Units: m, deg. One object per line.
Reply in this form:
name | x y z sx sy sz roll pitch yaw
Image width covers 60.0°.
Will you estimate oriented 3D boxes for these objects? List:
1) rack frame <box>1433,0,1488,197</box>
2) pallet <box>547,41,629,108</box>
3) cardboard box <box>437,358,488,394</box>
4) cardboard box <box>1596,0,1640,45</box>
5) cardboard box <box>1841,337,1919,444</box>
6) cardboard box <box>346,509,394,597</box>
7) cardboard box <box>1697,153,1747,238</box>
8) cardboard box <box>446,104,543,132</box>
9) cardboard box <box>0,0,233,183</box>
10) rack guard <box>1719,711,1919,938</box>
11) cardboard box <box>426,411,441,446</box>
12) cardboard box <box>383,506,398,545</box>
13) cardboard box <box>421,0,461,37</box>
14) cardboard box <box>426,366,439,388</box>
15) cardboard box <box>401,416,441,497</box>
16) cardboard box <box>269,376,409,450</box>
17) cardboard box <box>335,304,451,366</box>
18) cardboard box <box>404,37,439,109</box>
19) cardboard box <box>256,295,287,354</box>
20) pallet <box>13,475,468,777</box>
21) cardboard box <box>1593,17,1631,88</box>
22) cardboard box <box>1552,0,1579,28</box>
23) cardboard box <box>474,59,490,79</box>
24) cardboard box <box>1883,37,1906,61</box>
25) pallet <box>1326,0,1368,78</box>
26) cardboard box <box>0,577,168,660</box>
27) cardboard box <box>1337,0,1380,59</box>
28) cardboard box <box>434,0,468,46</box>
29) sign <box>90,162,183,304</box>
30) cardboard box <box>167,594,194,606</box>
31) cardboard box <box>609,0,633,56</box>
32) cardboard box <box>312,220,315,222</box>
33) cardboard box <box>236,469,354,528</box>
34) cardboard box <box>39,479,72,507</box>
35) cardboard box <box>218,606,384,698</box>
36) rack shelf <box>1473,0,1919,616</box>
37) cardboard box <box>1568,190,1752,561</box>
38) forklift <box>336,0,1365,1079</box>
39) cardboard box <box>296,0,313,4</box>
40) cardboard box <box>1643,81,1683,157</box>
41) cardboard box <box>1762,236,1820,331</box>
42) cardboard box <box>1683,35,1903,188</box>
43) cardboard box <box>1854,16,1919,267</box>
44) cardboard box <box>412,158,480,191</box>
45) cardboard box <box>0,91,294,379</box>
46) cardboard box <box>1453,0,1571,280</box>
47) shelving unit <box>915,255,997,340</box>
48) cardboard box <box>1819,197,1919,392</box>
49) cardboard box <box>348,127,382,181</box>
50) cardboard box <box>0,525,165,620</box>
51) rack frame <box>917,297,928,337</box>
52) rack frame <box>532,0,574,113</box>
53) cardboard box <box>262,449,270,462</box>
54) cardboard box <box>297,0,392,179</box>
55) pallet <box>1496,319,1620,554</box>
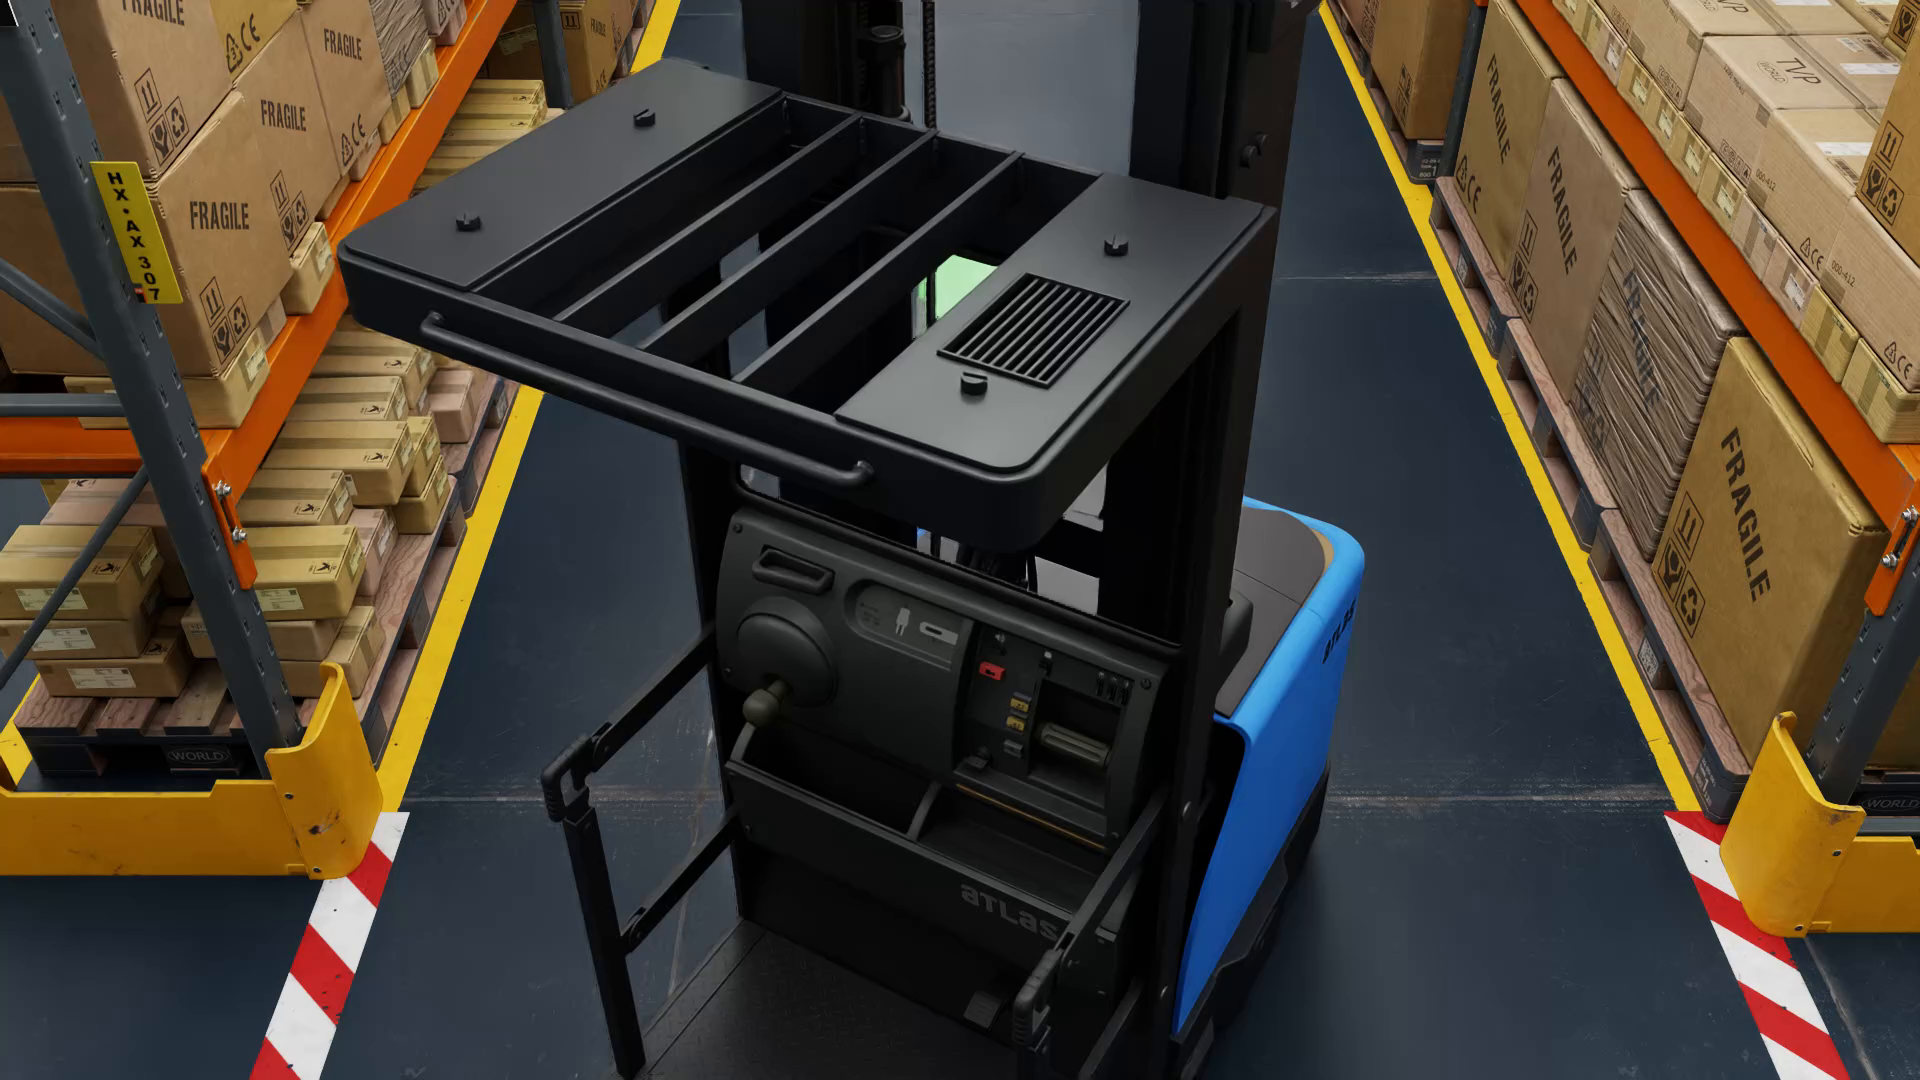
rack frame | 2.704 -2.737 6.766 1.000 3.000 0.127 0 39 0
pallet | -2.258 -2.195 8.320 1.003 0.211 1.213 0 39 0
cardboard box | -1.947 -0.642 6.096 0.380 0.149 0.250 0 39 0
cardboard box | 2.445 -1.865 5.561 0.500 0.250 0.500 1 39 1
cardboard box | 2.379 -0.360 4.001 0.380 0.149 0.250 1 39 1
cardboard box | -1.939 0.039 5.009 0.380 0.149 0.250 0 39 0
cardboard box | 2.377 -0.998 4.798 0.380 0.149 0.250 -1 39 -1
cardboard box | -1.955 -1.698 6.938 0.380 0.149 0.250 0 39 1
cardboard box | -1.986 -1.121 3.633 0.500 0.500 0.500 0 39 0
rack guard | 2.709 0.755 4.408 1.175 0.500 0.348 0 39 0
cardboard box | -2.007 -0.312 5.685 0.380 0.149 0.250 0 39 0
cardboard box | -2.021 0.007 5.287 0.380 0.149 0.250 0 39 0
cardboard box | -1.974 -2.013 5.546 0.500 0.500 0.500 0 39 0
cardboard box | -2.056 -0.610 5.819 0.380 0.149 0.250 2 39 2
cardboard box | -1.919 -0.275 5.401 0.380 0.149 0.250 1 39 1
cardboard box | -1.988 -0.391 5.308 0.380 0.149 0.250 -2 39 -2
cardboard box | -1.933 -0.729 5.730 0.380 0.149 0.250 1 39 1
cardboard box | -1.948 -1.542 5.477 0.380 0.149 0.250 1 39 1
cardboard box | -1.965 -0.559 4.250 0.380 0.149 0.250 1 39 2
pallet | -2.217 0.238 5.285 1.003 0.211 1.213 0 39 0
cardboard box | 2.374 -1.643 5.602 0.380 0.149 0.250 0 39 0
cardboard box | 2.375 -1.960 5.998 0.380 0.149 0.250 -1 39 -1
cardboard box | -2.509 -2.447 8.068 0.500 0.500 0.500 -1 39 -1
cardboard box | 2.974 -1.232 4.771 0.500 0.250 0.500 -1 39 -2
pallet | 2.624 -2.896 9.195 1.003 0.211 1.213 0 39 0
cardboard box | -2.537 0.208 4.798 0.380 0.149 0.250 -1 39 -1
cardboard box | 2.682 -3.030 8.496 1.225 0.875 0.875 -1 39 -2
cardboard box | -1.966 -1.861 5.874 0.380 0.149 0.250 -2 39 -2
sign | -1.709 -0.633 3.449 0.100 0.325 0.005 0 39 0
cardboard box | -2.562 0.164 5.091 0.380 0.149 0.250 1 39 1
cardboard box | -1.994 -2.778 8.481 0.500 0.500 0.500 2 39 2
cardboard box | -2.050 -0.889 4.662 0.380 0.149 0.250 2 39 2
cardboard box | -2.033 -0.079 4.918 0.380 0.149 0.250 1 39 1
cardboard box | -2.575 -0.228 5.104 0.380 0.149 0.250 -1 39 -1
cardboard box | -1.932 0.326 4.889 0.380 0.149 0.250 1 39 1
rack shelf | 2.707 -1.205 5.431 1.077 0.370 4.000 0 39 0
cardboard box | 2.627 -0.539 5.388 0.875 0.875 0.875 0 39 0
forklift | -0.171 0.326 2.999 1.130 2.935 3.031 20 43 23
cardboard box | -1.971 -1.762 4.433 0.500 0.500 0.500 -1 39 -1
cardboard box | 2.378 -1.316 5.194 0.380 0.149 0.250 1 39 1
cardboard box | 2.378 -0.680 4.401 0.380 0.149 0.250 0 39 0
cardboard box | 2.442 -1.231 4.770 0.500 0.250 0.500 -1 39 -2
cardboard box | 2.446 -0.890 3.744 0.500 0.500 0.500 0 39 1
cardboard box | -2.025 -1.380 6.541 0.380 0.149 0.250 1 39 1
cardboard box | -1.975 -0.731 3.946 0.500 0.500 0.500 2 39 2
cardboard box | 2.625 -1.659 6.784 0.875 0.875 0.875 0 39 0
shelving unit | 0.000 -0.365 5.246 0.258 1.200 0.503 0 39 0
cardboard box | 2.443 -0.596 3.977 0.500 0.250 0.500 -1 39 -1
cardboard box | -1.997 -1.213 5.066 0.380 0.149 0.250 -1 39 -1
cardboard box | -2.505 0.091 4.706 0.380 0.149 0.250 0 39 0
rack frame | 0.000 -0.212 5.055 0.240 1.200 0.015 0 39 0
rack frame | -2.256 -2.796 6.841 1.000 3.000 0.127 0 39 0
cardboard box | -2.437 -0.285 5.413 0.380 0.149 0.250 0 39 -1
cardboard box | -1.989 -1.372 4.746 0.500 0.500 0.500 0 39 1
pallet | 2.631 -0.408 6.090 1.003 0.211 1.213 0 39 0
